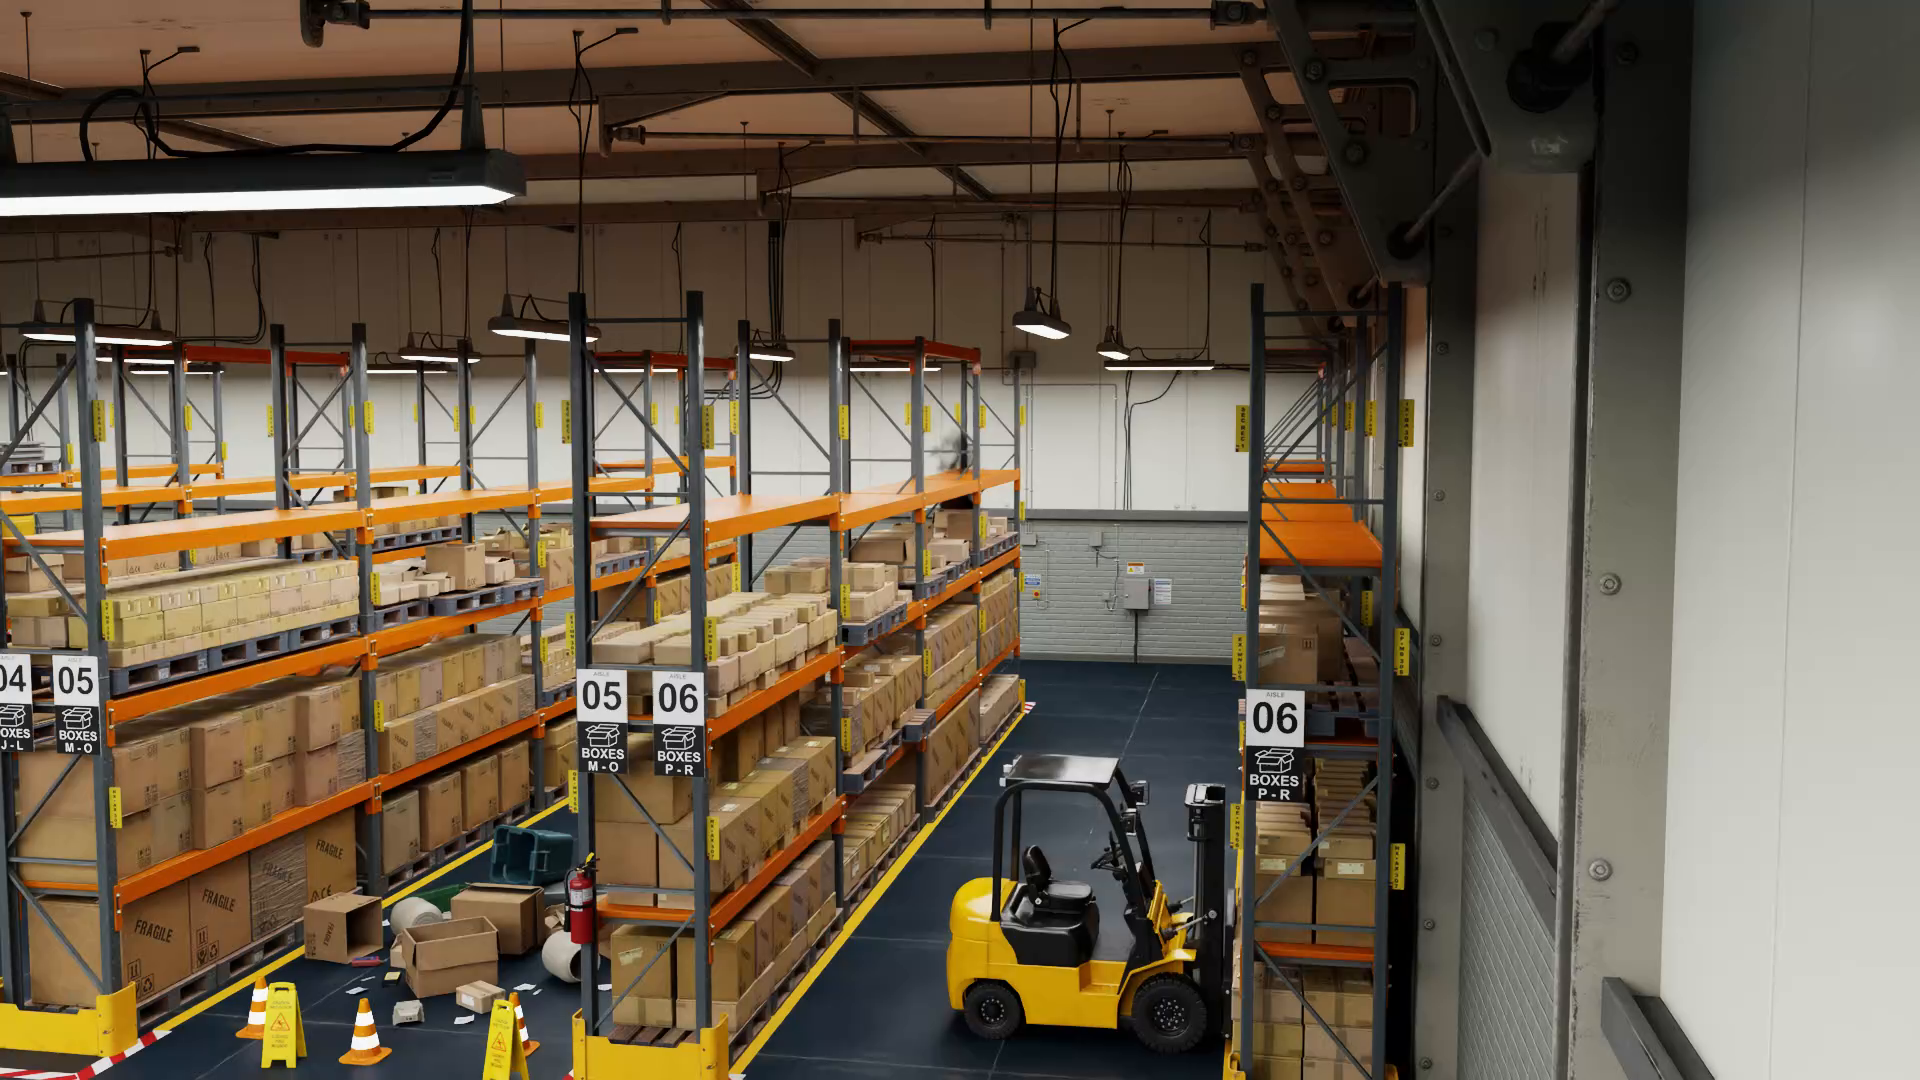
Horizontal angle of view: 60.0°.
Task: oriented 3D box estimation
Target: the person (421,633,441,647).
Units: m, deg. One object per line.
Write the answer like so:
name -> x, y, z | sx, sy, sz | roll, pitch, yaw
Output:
person -> -8.142, 2.227, 25.757 | 0.715, 1.733, 0.812 | 0, 5, 6

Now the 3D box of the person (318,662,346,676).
person -> -8.688, 2.426, 23.176 | 0.668, 1.854, 0.864 | 1, 5, 11
